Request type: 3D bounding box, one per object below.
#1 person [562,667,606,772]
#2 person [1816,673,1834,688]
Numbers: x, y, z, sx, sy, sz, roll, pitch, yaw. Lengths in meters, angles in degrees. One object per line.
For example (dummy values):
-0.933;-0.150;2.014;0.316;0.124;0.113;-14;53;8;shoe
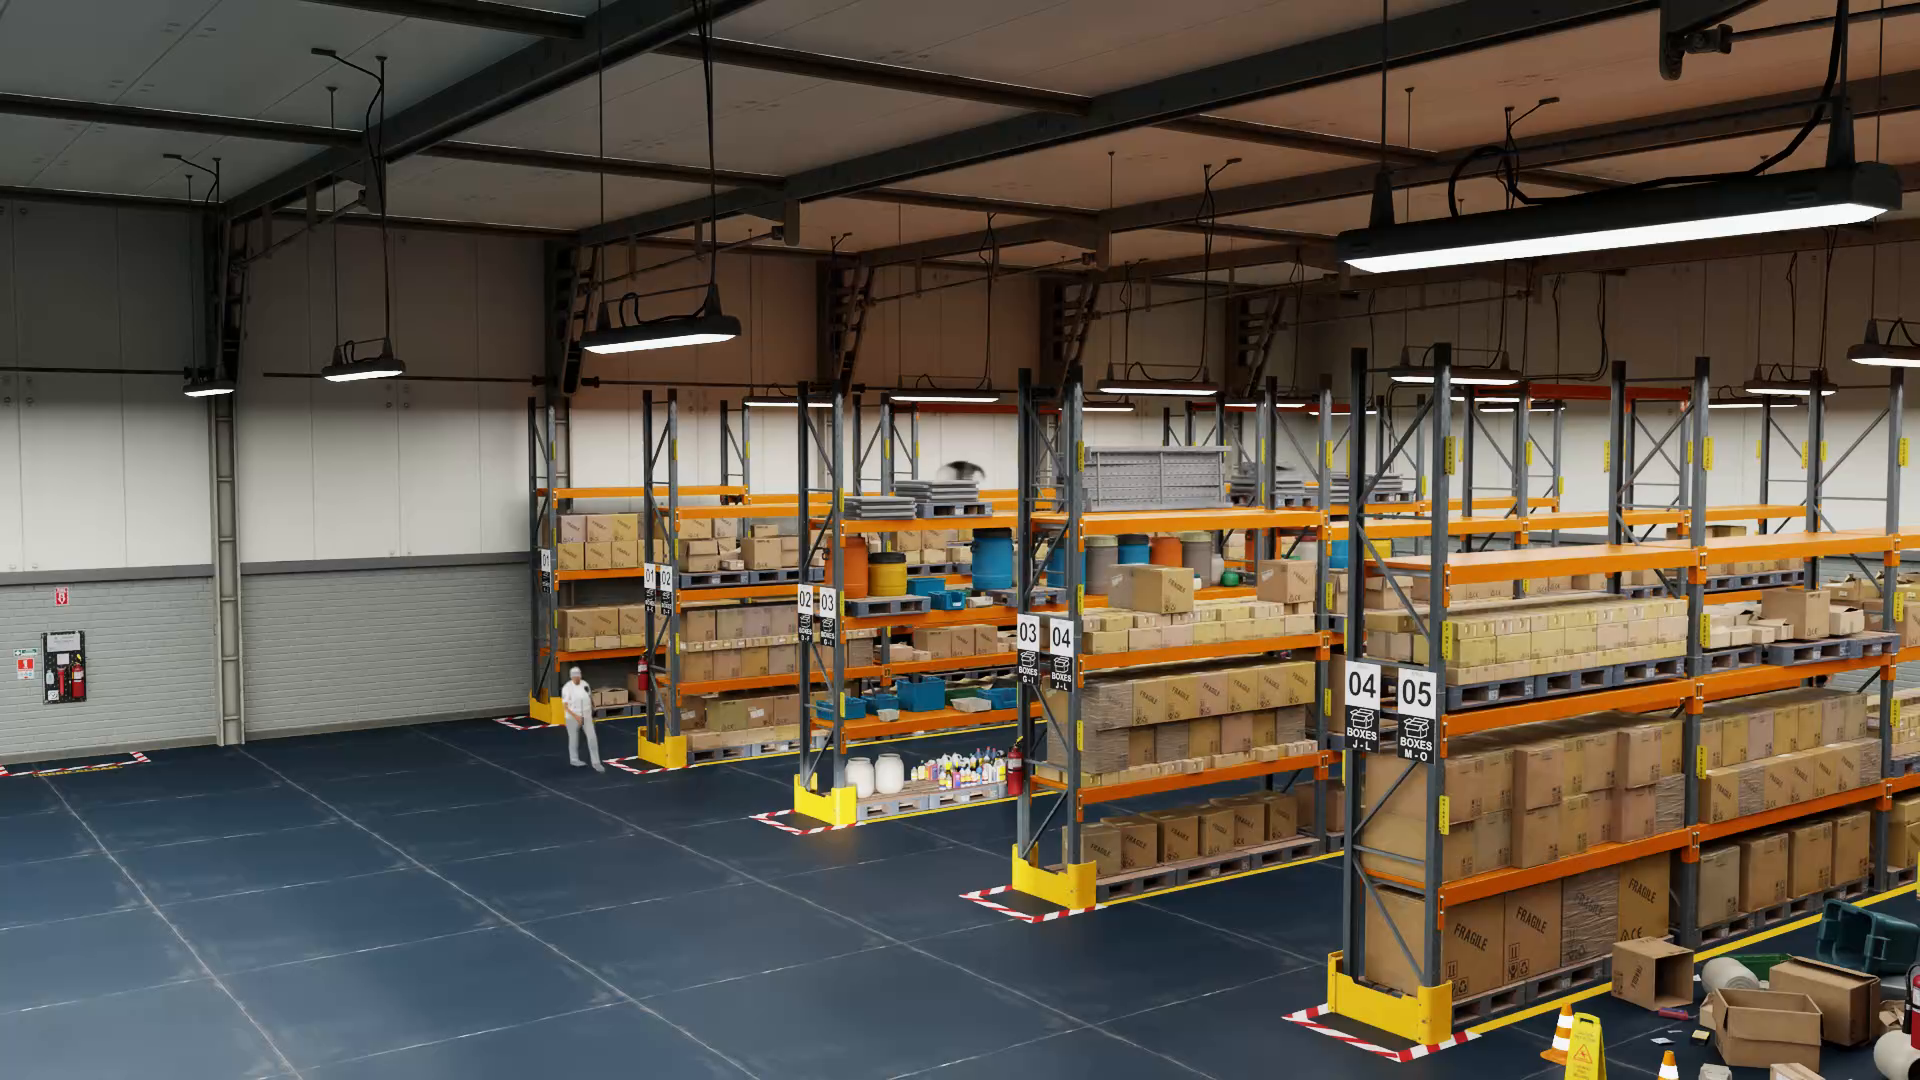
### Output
-5.940;2.786;26.001;0.568;1.612;0.864;-2;4;-31;person
15.688;2.594;30.498;0.674;1.546;0.889;1;3;13;person
